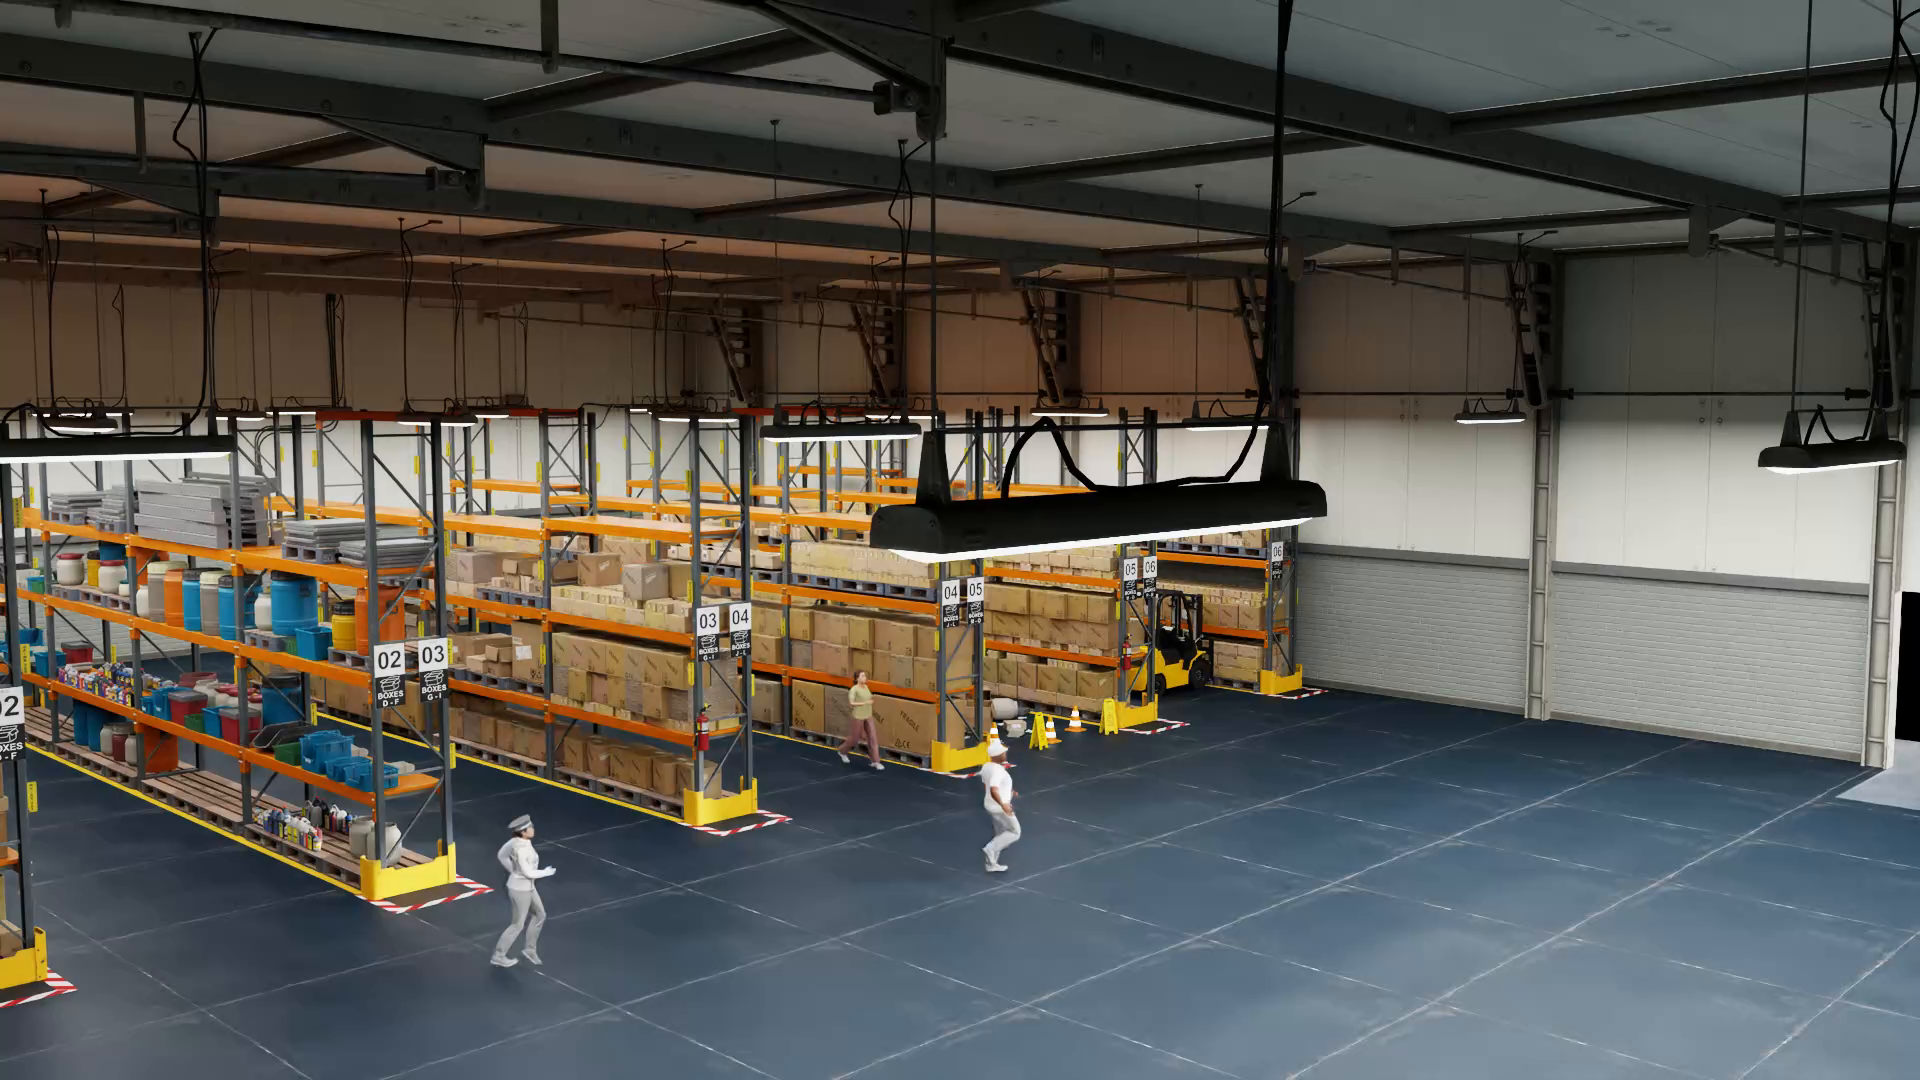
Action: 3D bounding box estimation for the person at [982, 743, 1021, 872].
[{"bbox_3d":[0.541,3.525,21.967,0.565,1.720,0.698,-2,5,-20],"label":"person"}]

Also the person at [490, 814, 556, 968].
[{"bbox_3d":[-4.813,3.887,18.291,0.722,1.764,0.632,-2,5,-19],"label":"person"}]

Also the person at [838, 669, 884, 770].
[{"bbox_3d":[-1.664,2.996,27.989,0.970,1.653,0.574,4,7,40],"label":"person"}]
